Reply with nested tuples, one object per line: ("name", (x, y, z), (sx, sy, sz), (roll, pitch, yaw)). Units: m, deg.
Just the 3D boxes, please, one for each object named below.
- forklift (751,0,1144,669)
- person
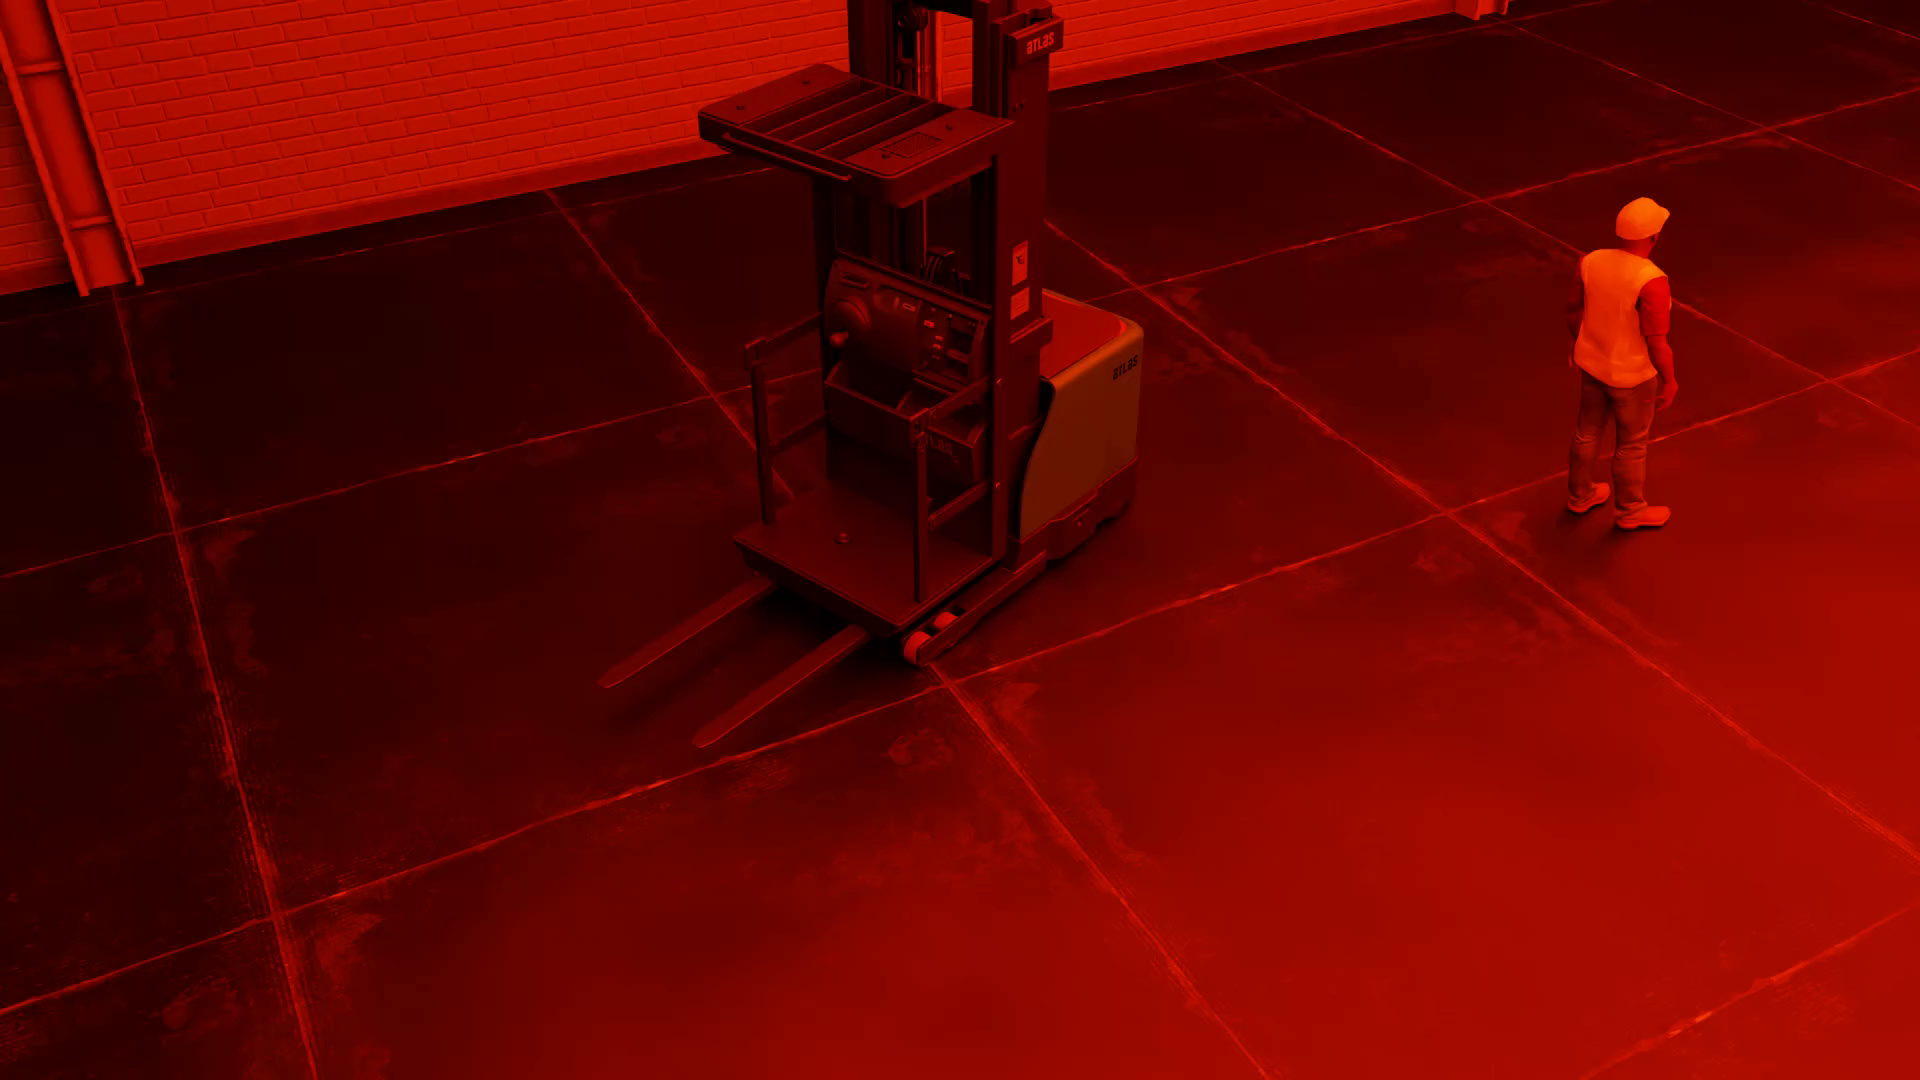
("forklift", (-0.040, -1.133, 7.803), (1.129, 2.843, 1.939), (26, 43, 31))
("person", (3.373, -0.902, 8.395), (0.577, 1.765, 0.666), (-17, 39, -22))
